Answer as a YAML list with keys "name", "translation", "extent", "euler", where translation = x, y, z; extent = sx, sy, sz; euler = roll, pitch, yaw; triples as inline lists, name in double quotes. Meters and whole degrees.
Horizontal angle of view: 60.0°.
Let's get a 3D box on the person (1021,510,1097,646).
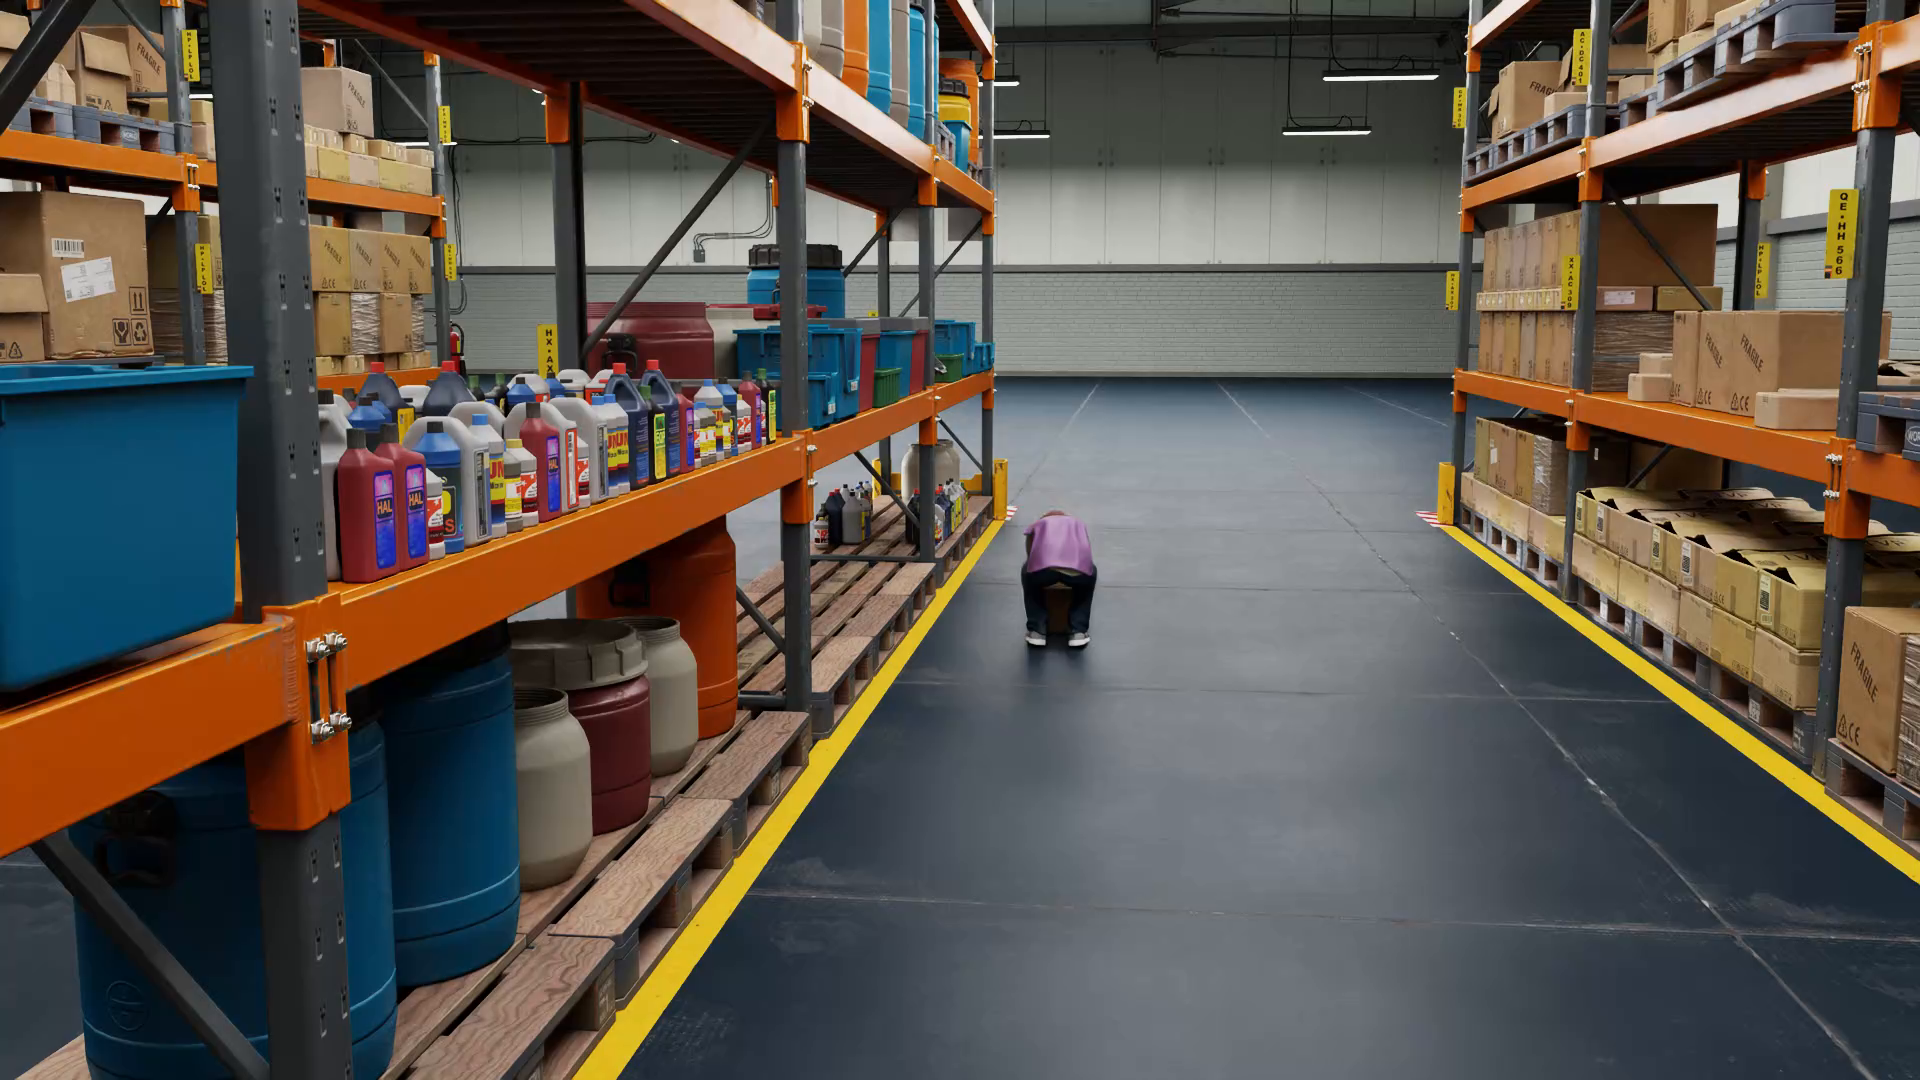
- name: "person"
  translation: [0.545, 0.219, 9.165]
  extent: [0.422, 0.700, 0.863]
  euler: [1, 8, 5]
